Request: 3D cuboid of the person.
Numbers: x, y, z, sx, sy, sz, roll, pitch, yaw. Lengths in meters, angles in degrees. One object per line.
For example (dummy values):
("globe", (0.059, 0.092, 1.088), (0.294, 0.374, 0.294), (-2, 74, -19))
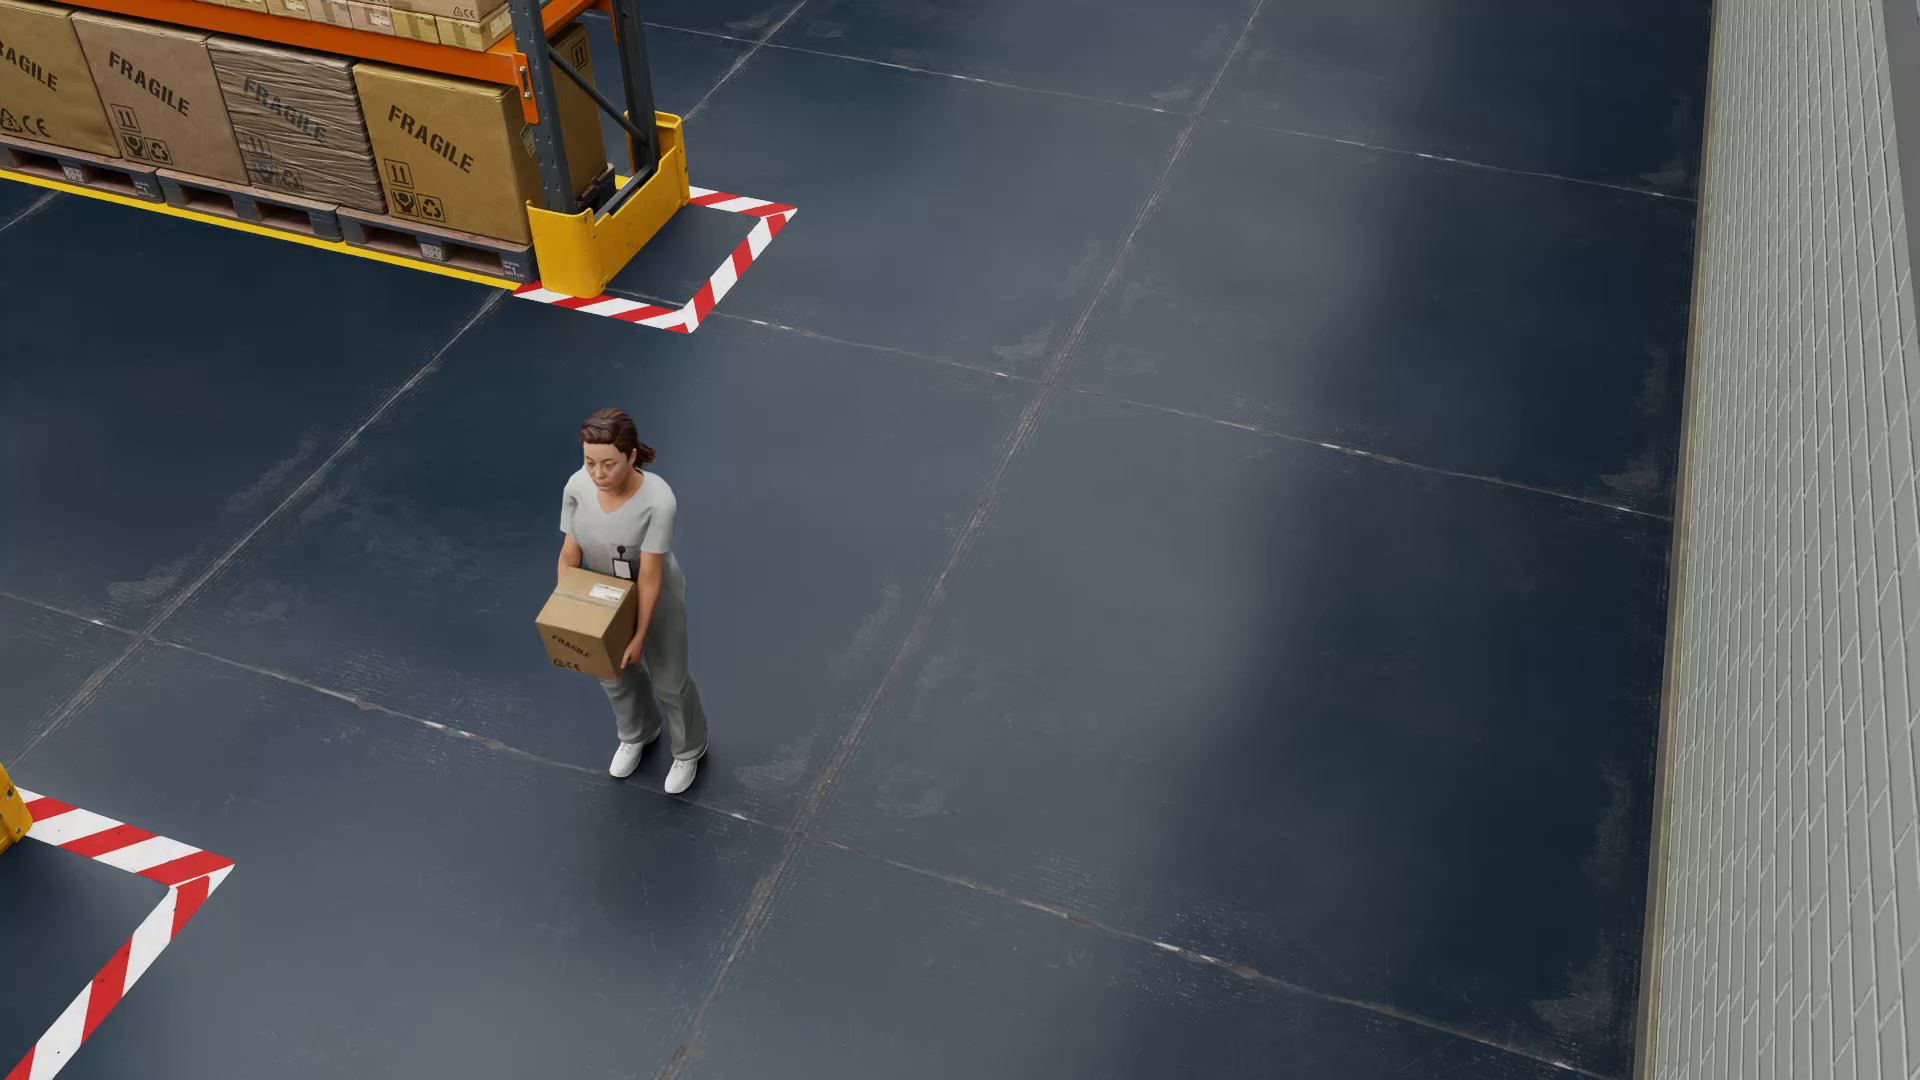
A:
("person", (-1.144, 0.219, 5.915), (0.501, 1.671, 0.361), (12, 43, 13))
